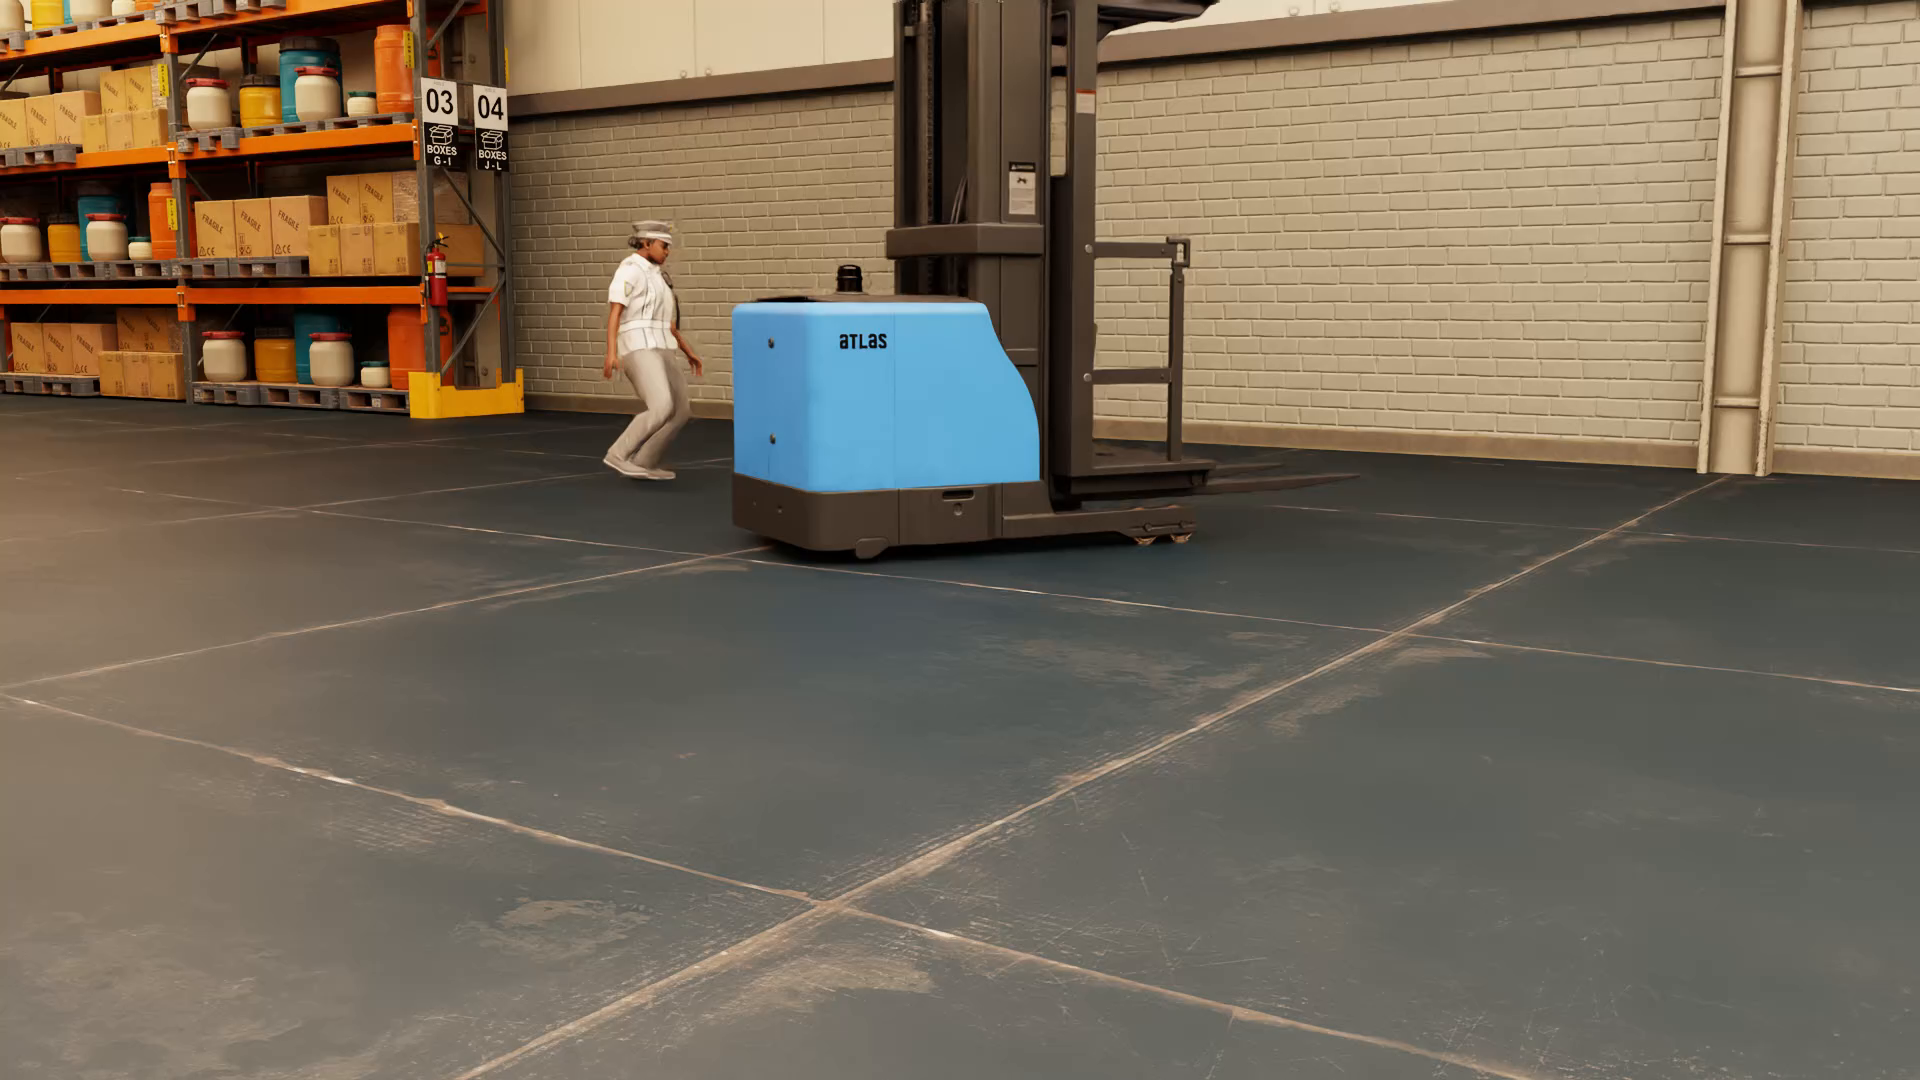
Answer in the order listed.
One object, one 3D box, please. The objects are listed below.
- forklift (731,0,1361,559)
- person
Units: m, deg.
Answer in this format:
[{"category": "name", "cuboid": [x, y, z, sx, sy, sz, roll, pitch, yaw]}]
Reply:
[{"category": "forklift", "cuboid": [0.505, -1.494, 7.700, 3.031, 2.935, 1.130, -4, 9, -28]}, {"category": "person", "cuboid": [-1.836, -1.096, 9.843, 0.542, 1.567, 0.836, 3, 9, 19]}]
